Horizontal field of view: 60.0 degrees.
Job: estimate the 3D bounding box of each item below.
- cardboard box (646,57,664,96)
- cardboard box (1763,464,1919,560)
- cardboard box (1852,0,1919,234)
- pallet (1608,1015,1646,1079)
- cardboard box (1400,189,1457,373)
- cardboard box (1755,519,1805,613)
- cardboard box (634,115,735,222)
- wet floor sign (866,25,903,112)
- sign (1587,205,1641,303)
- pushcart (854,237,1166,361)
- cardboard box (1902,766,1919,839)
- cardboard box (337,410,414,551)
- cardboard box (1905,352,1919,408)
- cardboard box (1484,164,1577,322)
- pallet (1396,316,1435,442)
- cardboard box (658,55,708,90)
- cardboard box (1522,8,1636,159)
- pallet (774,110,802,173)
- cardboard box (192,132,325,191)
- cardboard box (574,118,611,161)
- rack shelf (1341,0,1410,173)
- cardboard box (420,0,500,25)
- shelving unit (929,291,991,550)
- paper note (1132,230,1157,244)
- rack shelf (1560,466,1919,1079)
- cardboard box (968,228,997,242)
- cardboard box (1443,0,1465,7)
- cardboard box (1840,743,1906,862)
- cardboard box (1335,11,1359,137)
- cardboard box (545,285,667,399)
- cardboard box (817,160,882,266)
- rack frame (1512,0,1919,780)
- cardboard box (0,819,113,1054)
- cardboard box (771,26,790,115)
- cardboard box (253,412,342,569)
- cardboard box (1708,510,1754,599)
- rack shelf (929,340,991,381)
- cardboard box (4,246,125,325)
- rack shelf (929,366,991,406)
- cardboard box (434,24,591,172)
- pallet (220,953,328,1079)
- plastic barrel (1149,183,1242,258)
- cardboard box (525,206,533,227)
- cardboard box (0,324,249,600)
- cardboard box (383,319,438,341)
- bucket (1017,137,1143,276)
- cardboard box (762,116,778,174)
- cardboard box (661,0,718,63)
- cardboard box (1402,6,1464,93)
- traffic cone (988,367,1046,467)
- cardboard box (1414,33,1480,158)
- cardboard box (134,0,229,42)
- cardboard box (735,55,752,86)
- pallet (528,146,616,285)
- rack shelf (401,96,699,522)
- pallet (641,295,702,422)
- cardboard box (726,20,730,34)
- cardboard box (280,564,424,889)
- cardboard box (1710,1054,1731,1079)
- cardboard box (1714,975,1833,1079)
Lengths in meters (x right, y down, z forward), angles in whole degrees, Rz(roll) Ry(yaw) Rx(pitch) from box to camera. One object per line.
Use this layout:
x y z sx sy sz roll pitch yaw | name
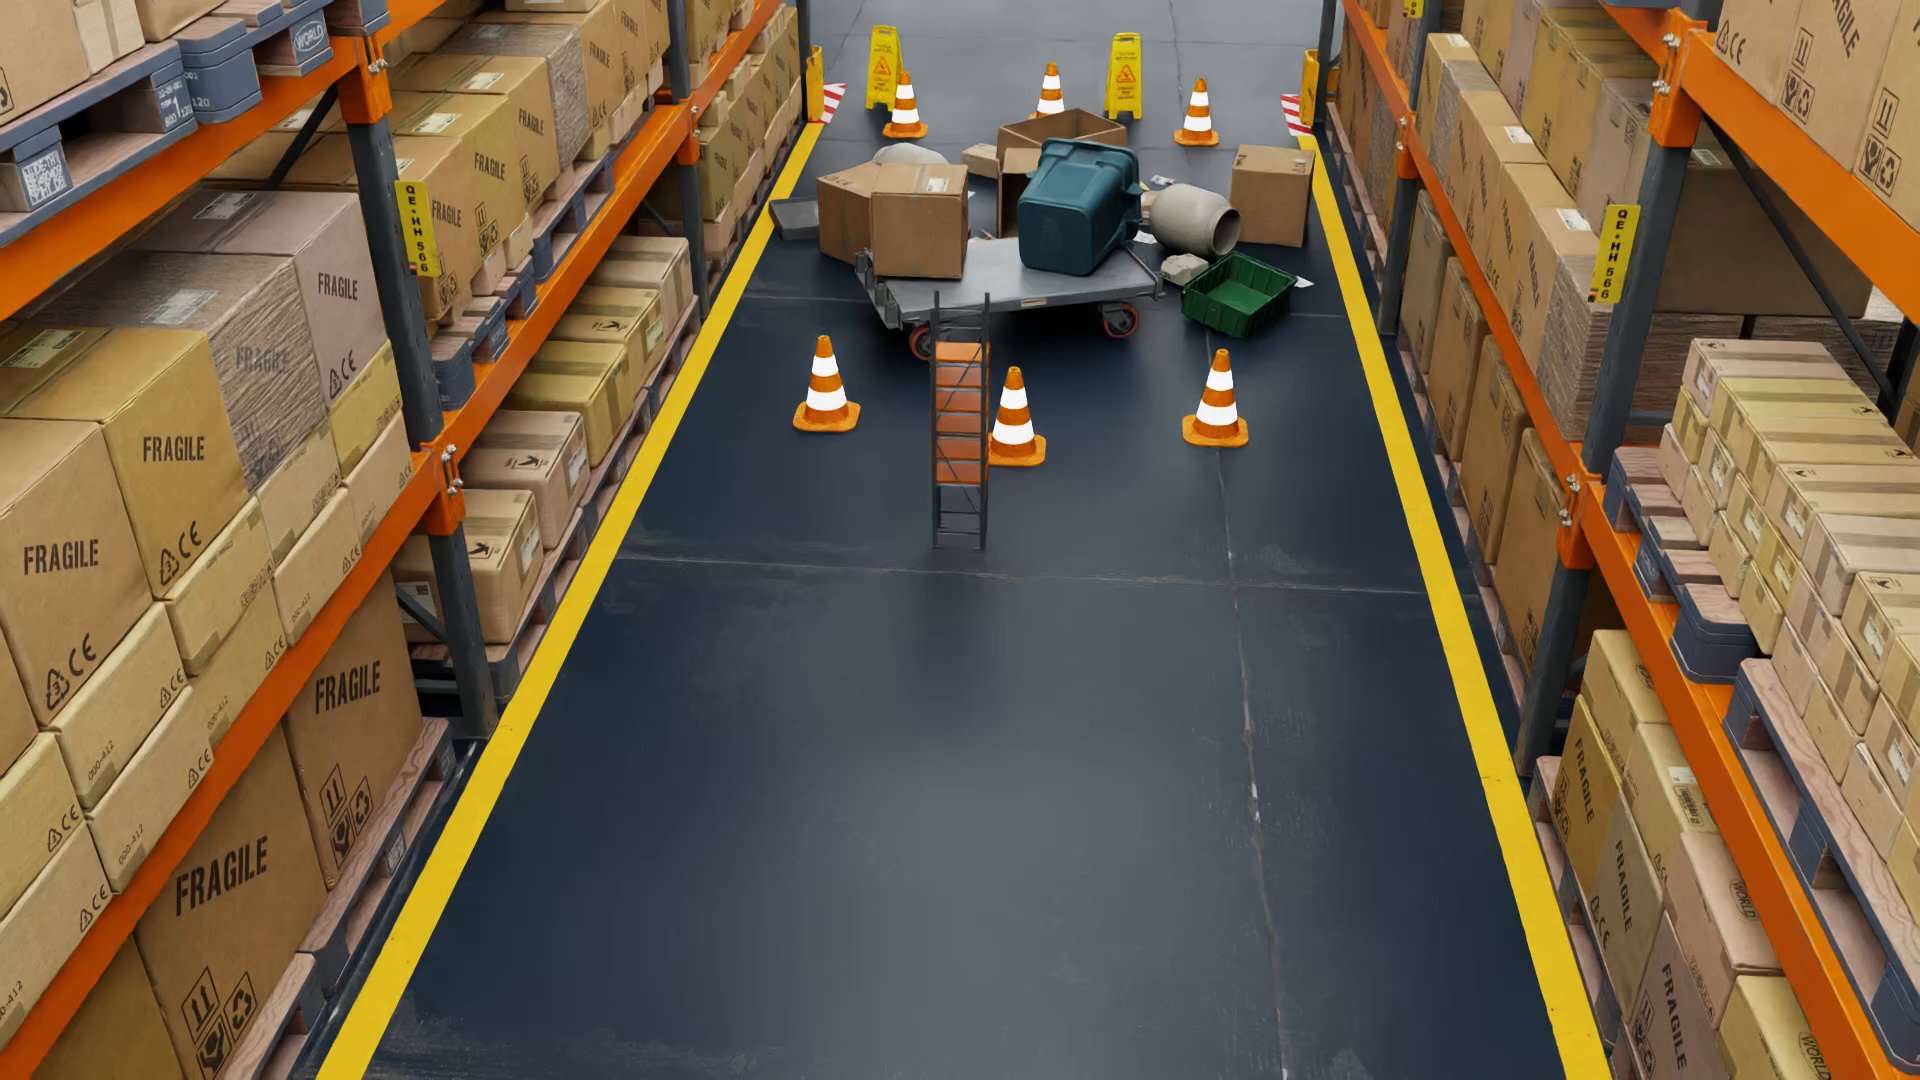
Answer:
-1.766 -2.427 8.668 0.380 0.149 0.250 3 32 5 | cardboard box
2.320 -0.070 4.277 0.380 0.149 0.250 1 32 2 | cardboard box
2.236 -0.894 3.388 0.500 0.500 0.500 2 32 4 | cardboard box
2.450 1.846 4.553 1.003 0.211 1.213 2 32 4 | pallet
2.981 -1.370 8.858 1.050 0.750 0.750 2 32 4 | cardboard box
2.319 0.074 4.327 0.380 0.149 0.250 3 32 4 | cardboard box
-1.682 -2.260 10.064 0.500 0.500 0.500 4 32 6 | cardboard box
-0.592 -3.779 13.267 0.267 0.644 0.232 14 34 21 | wet floor sign
2.063 -0.900 5.249 0.100 0.325 0.005 2 32 4 | sign
0.277 -1.448 9.740 1.648 0.377 0.936 -8 33 -13 | pushcart
2.230 0.602 3.470 0.380 0.149 0.250 3 32 4 | cardboard box
-2.108 -0.205 5.366 0.500 0.250 0.500 1 32 2 | cardboard box
3.034 -0.435 4.869 0.380 0.149 0.250 1 32 2 | cardboard box
2.468 -1.197 6.738 0.500 0.500 0.500 2 32 3 | cardboard box
2.955 -0.883 8.982 1.003 0.211 1.213 2 32 4 | pallet
-1.654 -2.680 9.479 0.380 0.149 0.250 2 32 4 | cardboard box
2.784 -1.888 6.907 0.700 0.500 0.500 2 32 3 | cardboard box
-1.781 -3.077 12.542 1.003 0.211 1.213 2 32 4 | pallet
-2.565 -1.142 5.964 0.500 0.500 0.500 2 32 3 | cardboard box
-1.864 -1.894 7.803 0.380 0.149 0.250 2 32 4 | cardboard box
3.105 -3.217 10.796 1.077 0.370 4.000 2 32 4 | rack shelf
-2.418 -2.231 7.732 0.500 0.500 0.500 2 32 4 | cardboard box
0.001 -0.518 7.447 0.258 1.200 0.189 2 32 4 | shelving unit
1.229 -1.998 10.971 0.172 0.023 0.155 14 34 21 | paper note
2.454 0.966 4.008 1.077 0.370 4.000 2 32 4 | rack shelf
0.206 -1.806 10.428 0.258 0.266 0.396 -20 37 -29 | cardboard box
3.007 -3.192 8.899 0.875 0.550 0.550 2 32 4 | cardboard box
2.251 0.597 3.761 0.380 0.149 0.250 1 32 2 | cardboard box
3.279 -3.486 12.172 0.875 0.875 0.875 3 32 4 | cardboard box
-2.095 -1.045 8.692 0.950 0.372 0.625 4 32 7 | cardboard box
-0.556 -2.075 10.638 0.500 0.500 0.500 27 41 37 | cardboard box
2.617 -0.386 5.517 1.000 3.000 0.127 2 32 4 | rack frame
-2.254 0.855 3.647 0.500 0.250 0.500 2 32 4 | cardboard box
-1.518 -3.352 11.836 0.500 0.500 0.500 4 32 6 | cardboard box
-2.149 -0.161 4.818 0.500 0.250 0.500 2 32 3 | cardboard box
2.336 0.049 4.650 0.380 0.149 0.250 4 32 6 | cardboard box
0.001 -0.787 7.282 0.258 0.103 0.180 2 32 4 | rack shelf
-2.640 -0.505 4.662 0.500 0.500 0.500 3 32 4 | cardboard box
0.001 -0.685 7.345 0.258 0.103 0.180 2 32 4 | rack shelf
-1.937 -1.930 7.243 0.500 0.500 0.500 1 32 2 | cardboard box
-2.566 1.688 4.809 1.003 0.211 1.213 2 32 4 | pallet
1.506 -2.039 10.655 0.512 0.421 0.421 27 41 37 | plastic barrel
-2.004 -1.338 6.901 0.380 0.149 0.250 4 32 7 | cardboard box
-2.187 -0.203 4.172 0.500 0.500 0.500 2 32 4 | cardboard box
-2.113 -0.778 5.993 0.380 0.149 0.250 1 32 1 | cardboard box
0.656 -1.900 9.646 0.726 0.611 0.620 14 44 21 | bucket
-1.559 -2.757 11.585 0.500 0.250 0.500 1 32 2 | cardboard box
-1.686 -3.023 9.418 0.500 0.500 0.500 2 32 4 | cardboard box
2.960 -2.734 9.185 0.875 0.550 0.550 2 32 4 | cardboard box
0.268 -0.653 8.369 0.336 0.463 0.334 2 32 4 | traffic cone
2.631 -2.256 8.457 0.500 0.500 0.500 3 32 5 | cardboard box
-2.216 -1.517 3.997 0.700 0.500 0.500 1 32 2 | cardboard box
-1.553 -3.009 10.661 0.380 0.149 0.250 4 32 7 | cardboard box
-2.205 -1.499 7.507 1.003 0.211 1.213 2 32 4 | pallet
-2.162 -1.284 7.660 1.077 0.370 4.000 2 32 4 | rack shelf
-2.061 -1.042 9.239 1.003 0.211 1.213 2 32 4 | pallet
-1.649 -3.223 10.360 0.380 0.149 0.250 2 32 4 | cardboard box
-2.464 0.539 5.641 0.875 0.875 0.875 2 32 4 | cardboard box
2.188 1.657 4.184 0.500 0.500 0.500 2 32 3 | cardboard box
2.184 1.327 4.006 0.500 0.250 0.500 1 32 2 | cardboard box
